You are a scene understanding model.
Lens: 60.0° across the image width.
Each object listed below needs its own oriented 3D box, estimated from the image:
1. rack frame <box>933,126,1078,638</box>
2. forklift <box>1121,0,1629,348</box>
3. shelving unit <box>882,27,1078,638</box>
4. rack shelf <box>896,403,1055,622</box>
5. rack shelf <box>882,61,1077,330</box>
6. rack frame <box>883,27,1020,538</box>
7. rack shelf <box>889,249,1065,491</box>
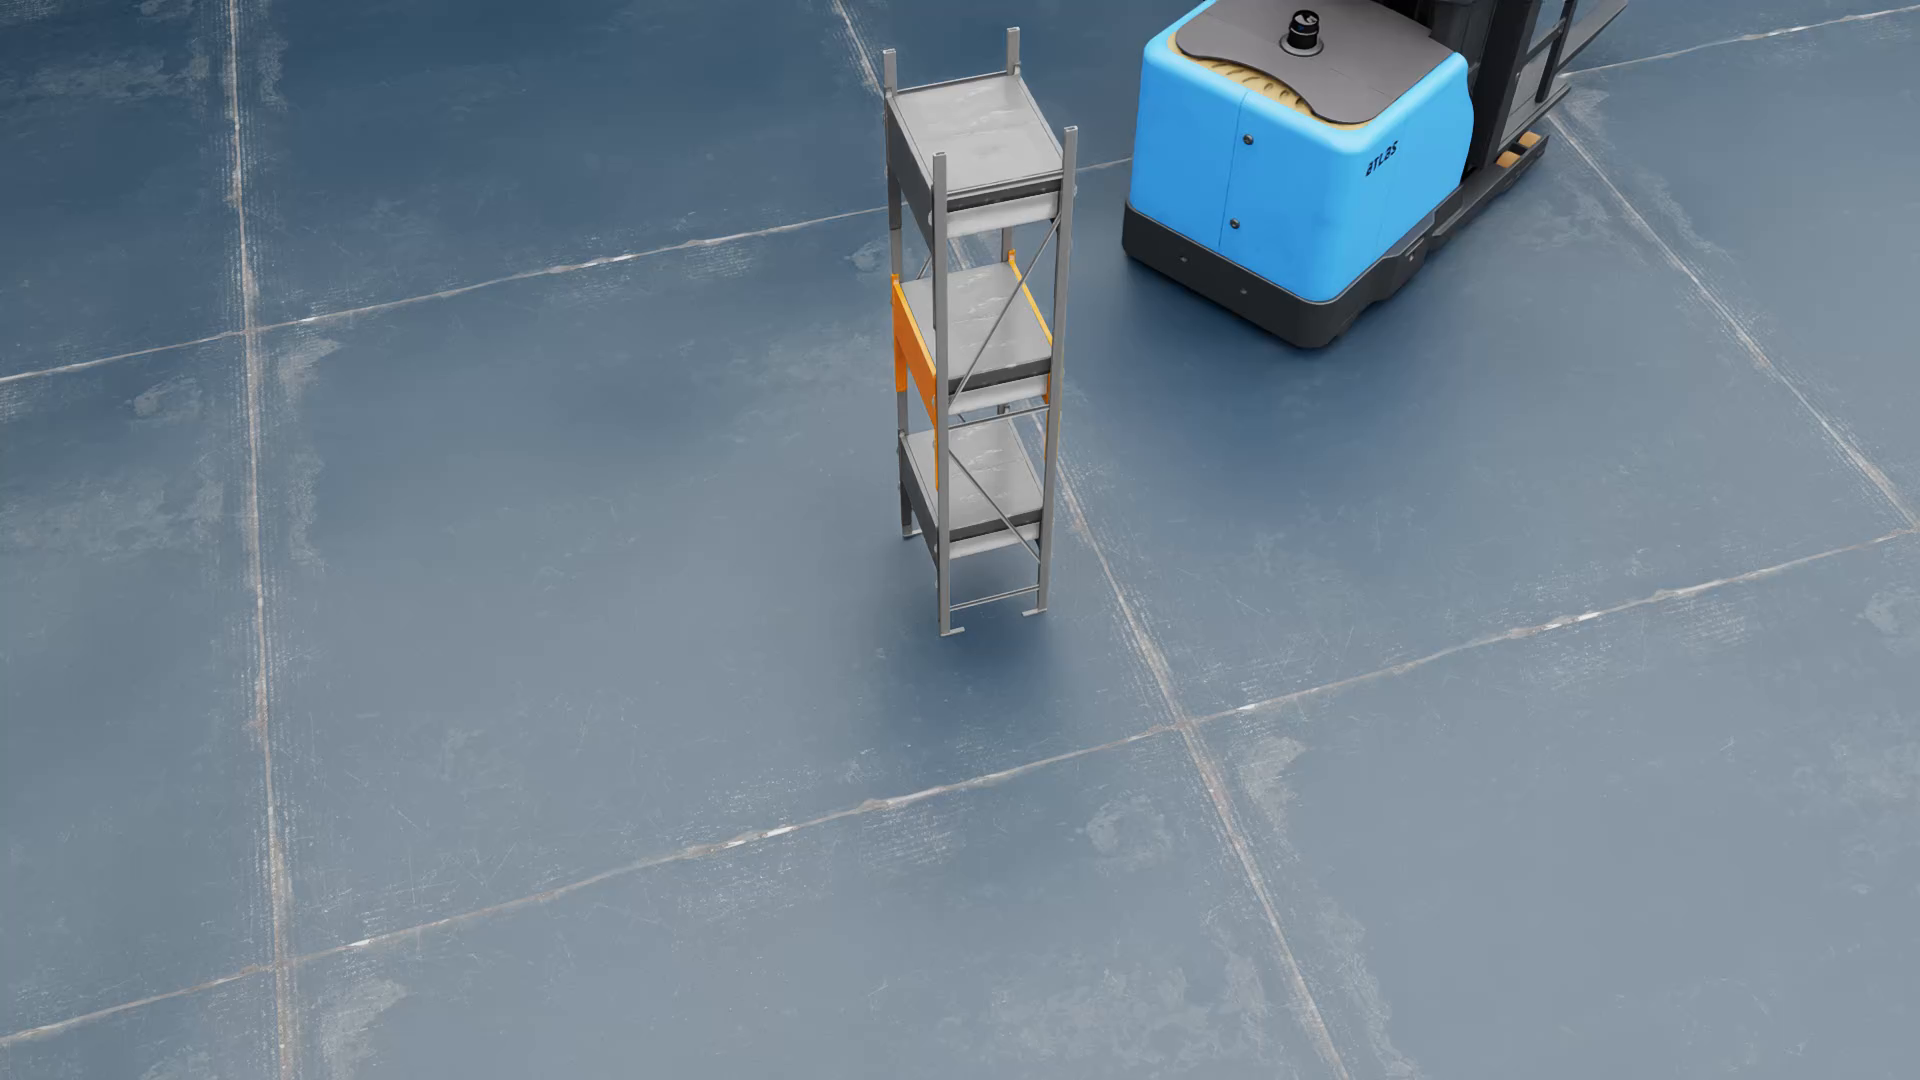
[{"bbox_3d":[0.121,-0.378,5.195,0.400,2.100,0.015,-13,51,-11],"label":"rack frame"},{"bbox_3d":[2.056,-2.784,6.680,1.130,2.935,3.031,34,58,25],"label":"forklift"},{"bbox_3d":[0.049,-0.556,5.345,0.431,2.100,0.503,-13,51,-11],"label":"shelving unit"},{"bbox_3d":[0.049,-0.096,5.891,0.431,0.518,0.480,-13,51,-11],"label":"rack shelf"},{"bbox_3d":[0.049,-0.998,4.821,0.431,0.518,0.480,-13,51,-11],"label":"rack shelf"},{"bbox_3d":[-0.023,-0.734,5.496,0.400,2.100,0.015,-13,51,-11],"label":"rack frame"},{"bbox_3d":[0.049,-0.547,5.356,0.431,0.518,0.480,-13,51,-11],"label":"rack shelf"}]
